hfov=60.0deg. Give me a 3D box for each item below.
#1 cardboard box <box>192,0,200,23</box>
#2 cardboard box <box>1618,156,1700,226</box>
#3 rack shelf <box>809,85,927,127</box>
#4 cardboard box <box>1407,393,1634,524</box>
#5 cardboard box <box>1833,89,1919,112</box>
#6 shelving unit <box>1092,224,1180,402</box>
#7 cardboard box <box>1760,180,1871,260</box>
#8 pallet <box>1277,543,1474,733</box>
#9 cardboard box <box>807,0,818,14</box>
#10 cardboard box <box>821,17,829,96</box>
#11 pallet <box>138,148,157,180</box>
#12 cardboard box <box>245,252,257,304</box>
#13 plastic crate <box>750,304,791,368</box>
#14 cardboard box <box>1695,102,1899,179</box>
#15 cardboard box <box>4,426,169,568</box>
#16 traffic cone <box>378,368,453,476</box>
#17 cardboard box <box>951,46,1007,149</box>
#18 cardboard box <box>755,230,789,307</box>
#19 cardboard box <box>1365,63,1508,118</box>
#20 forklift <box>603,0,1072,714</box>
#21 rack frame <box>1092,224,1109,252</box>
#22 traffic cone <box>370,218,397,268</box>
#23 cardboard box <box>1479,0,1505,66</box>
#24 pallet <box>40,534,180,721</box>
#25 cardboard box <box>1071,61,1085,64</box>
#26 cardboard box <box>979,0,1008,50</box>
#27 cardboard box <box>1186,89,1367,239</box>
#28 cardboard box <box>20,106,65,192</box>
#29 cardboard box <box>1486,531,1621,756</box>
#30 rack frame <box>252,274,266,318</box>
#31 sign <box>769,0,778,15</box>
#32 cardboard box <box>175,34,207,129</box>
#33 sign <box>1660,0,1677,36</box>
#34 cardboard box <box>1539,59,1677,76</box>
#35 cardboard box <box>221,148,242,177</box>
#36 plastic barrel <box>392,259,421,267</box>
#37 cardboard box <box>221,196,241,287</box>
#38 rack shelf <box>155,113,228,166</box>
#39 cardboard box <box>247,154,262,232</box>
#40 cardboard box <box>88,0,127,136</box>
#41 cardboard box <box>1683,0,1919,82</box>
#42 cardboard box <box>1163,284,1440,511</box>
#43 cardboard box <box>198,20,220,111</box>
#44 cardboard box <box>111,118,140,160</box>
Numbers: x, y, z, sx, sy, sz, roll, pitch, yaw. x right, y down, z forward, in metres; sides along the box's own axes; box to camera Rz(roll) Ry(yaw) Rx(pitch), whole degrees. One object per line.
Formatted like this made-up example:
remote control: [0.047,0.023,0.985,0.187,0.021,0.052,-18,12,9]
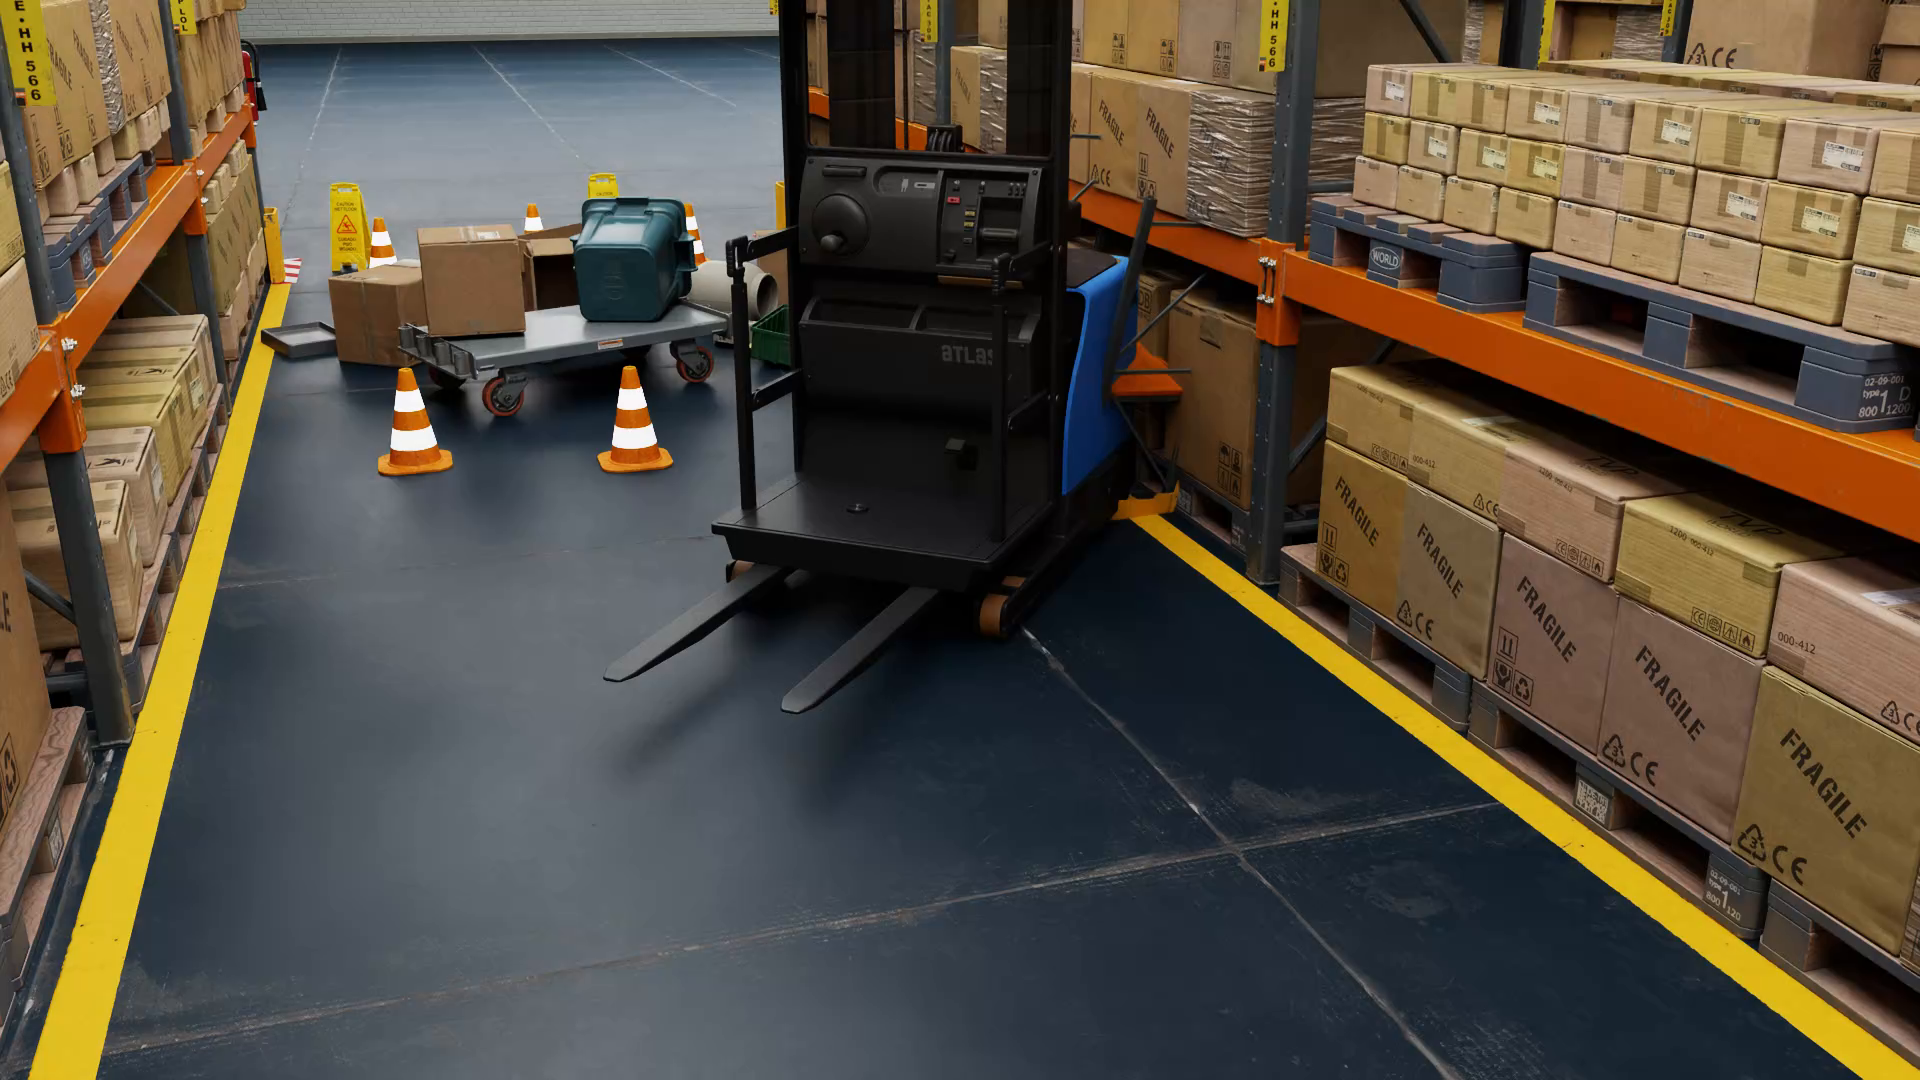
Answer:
cardboard box: [-4.247,-2.846,8.335,0.700,0.500,0.500,-7,21,-18]
cardboard box: [1.977,-0.929,4.375,0.380,0.149,0.250,-7,21,-18]
rack shelf: [-0.276,-3.011,11.532,0.919,0.052,3.809,-6,21,-17]
cardboard box: [1.756,-0.263,5.179,0.500,0.250,0.500,-7,21,-18]
cardboard box: [2.603,-1.134,4.508,0.380,0.149,0.250,-5,20,-15]
shelving unit: [0.595,-0.975,7.261,0.500,1.500,0.985,-4,33,-25]
cardboard box: [2.137,-0.764,3.916,0.380,0.149,0.250,-6,21,-17]
pallet: [1.854,0.264,5.868,1.003,0.211,1.213,-6,21,-17]
cardboard box: [-0.825,-4.322,12.692,0.875,0.550,0.550,-6,21,-17]
cardboard box: [-0.495,-3.455,11.877,0.875,0.550,0.550,-6,21,-17]
pallet: [-4.213,-1.673,7.421,1.003,0.211,1.213,-6,21,-17]
cardboard box: [-4.738,-1.646,10.508,0.500,0.250,0.500,-7,21,-19]
plastic crate: [-0.946,-1.203,9.902,0.450,0.188,0.662,13,22,7]
cardboard box: [2.061,-0.987,4.098,0.380,0.149,0.250,-7,21,-18]
cardboard box: [-3.465,-0.120,6.079,0.950,0.372,0.625,-7,21,-18]
traffic cone: [-2.596,-0.581,7.850,0.336,0.463,0.334,-6,21,-17]
cardboard box: [0.262,-2.432,9.103,0.500,0.500,0.500,-6,21,-17]
cardboard box: [-1.110,-1.796,11.174,0.500,0.500,0.500,-3,20,-8]
cardboard box: [1.572,-1.488,5.492,0.380,0.149,0.250,-6,21,-17]
forklift: [-0.529,-1.350,6.338,2.033,2.935,3.733,8,21,20]
rack frame: [0.409,-1.226,7.621,0.500,1.500,0.032,-4,33,-25]
traffic cone: [-4.212,-2.113,12.114,0.336,0.463,0.334,-6,21,-17]
cardboard box: [4.516,-3.894,12.732,0.875,0.500,0.500,-6,21,-17]
pallet: [-3.302,0.321,5.711,1.003,0.211,1.213,-6,21,-17]
cardboard box: [0.576,-2.109,8.204,0.500,0.500,0.500,-6,21,-17]
cardboard box: [0.514,-2.941,9.041,0.700,0.500,0.500,-7,21,-18]
cardboard box: [1.213,-1.462,6.401,0.500,0.500,0.500,-6,21,-17]
cardboard box: [-2.979,-1.294,4.873,0.500,0.500,0.500,-7,21,-19]
cardboard box: [1.917,0.259,4.834,0.500,0.500,0.500,-7,21,-19]
rack frame: [-5.326,-1.707,11.355,1.003,0.211,1.213,-6,21,-17]
sign: [-1.434,-4.254,12.924,0.100,0.325,0.005,-6,21,-17]
cardboard box: [-4.189,-2.382,8.523,0.500,0.500,0.500,-6,21,-17]
sign: [4.580,-3.424,10.732,0.100,0.325,0.005,-6,21,-17]
cardboard box: [2.199,-1.550,5.664,0.380,0.149,0.250,-7,21,-19]
cardboard box: [-4.736,-2.364,10.437,0.380,0.149,0.250,-5,20,-15]
plastic barrel: [-3.486,-1.593,10.726,0.512,0.421,0.421,8,21,20]
cardboard box: [-4.423,-1.669,9.463,0.500,0.500,0.500,-6,20,-15]
rack shelf: [-4.944,-2.419,9.990,0.919,0.124,3.809,-6,21,-17]
cardboard box: [-3.210,-0.897,5.111,0.853,1.989,13.684,-6,21,-17]
cardboard box: [-3.473,-1.792,6.258,0.500,0.500,0.500,-7,21,-19]
cardboard box: [5.171,-3.296,10.458,1.134,1.210,1.638,-6,21,-17]
cardboard box: [1.504,-0.643,6.975,1.050,0.750,0.750,-7,21,-18]
cardboard box: [-4.514,-2.703,9.417,0.500,0.500,0.500,-7,21,-18]
cardboard box: [-3.584,-1.639,6.792,0.380,0.149,0.250,-6,21,-17]
